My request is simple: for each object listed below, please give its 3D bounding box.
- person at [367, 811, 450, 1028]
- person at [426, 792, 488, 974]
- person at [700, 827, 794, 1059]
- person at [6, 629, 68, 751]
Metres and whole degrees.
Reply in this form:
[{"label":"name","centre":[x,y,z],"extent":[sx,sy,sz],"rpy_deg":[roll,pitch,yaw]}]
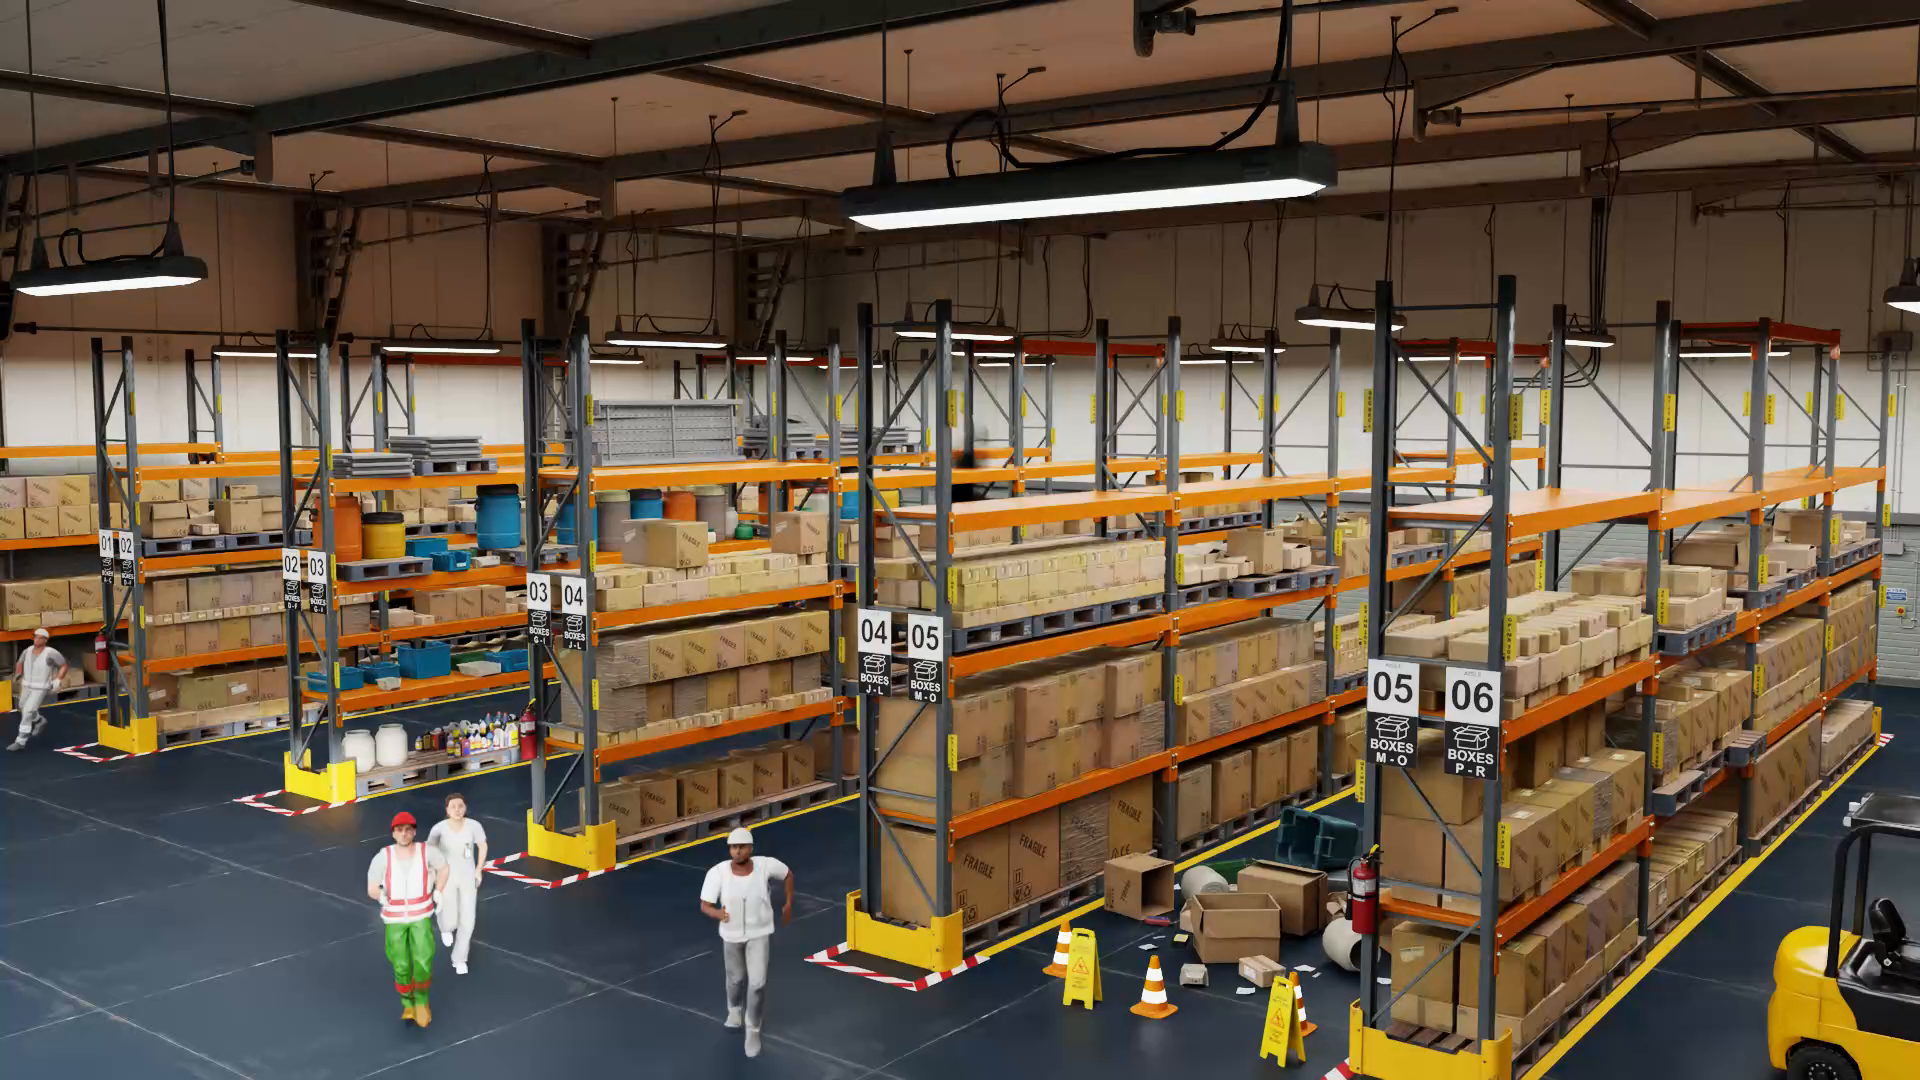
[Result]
[{"label":"person","centre":[-4.479,3.104,13.521],"extent":[0.638,1.780,0.647],"rpy_deg":[-1,5,-15]},{"label":"person","centre":[-4.554,3.066,15.047],"extent":[0.553,1.603,0.623],"rpy_deg":[-2,5,-23]},{"label":"person","centre":[-1.683,3.145,13.170],"extent":[0.711,1.800,0.889],"rpy_deg":[0,5,-2]},{"label":"person","centre":[-13.530,2.165,24.399],"extent":[0.718,1.741,0.928],"rpy_deg":[1,5,6]}]
